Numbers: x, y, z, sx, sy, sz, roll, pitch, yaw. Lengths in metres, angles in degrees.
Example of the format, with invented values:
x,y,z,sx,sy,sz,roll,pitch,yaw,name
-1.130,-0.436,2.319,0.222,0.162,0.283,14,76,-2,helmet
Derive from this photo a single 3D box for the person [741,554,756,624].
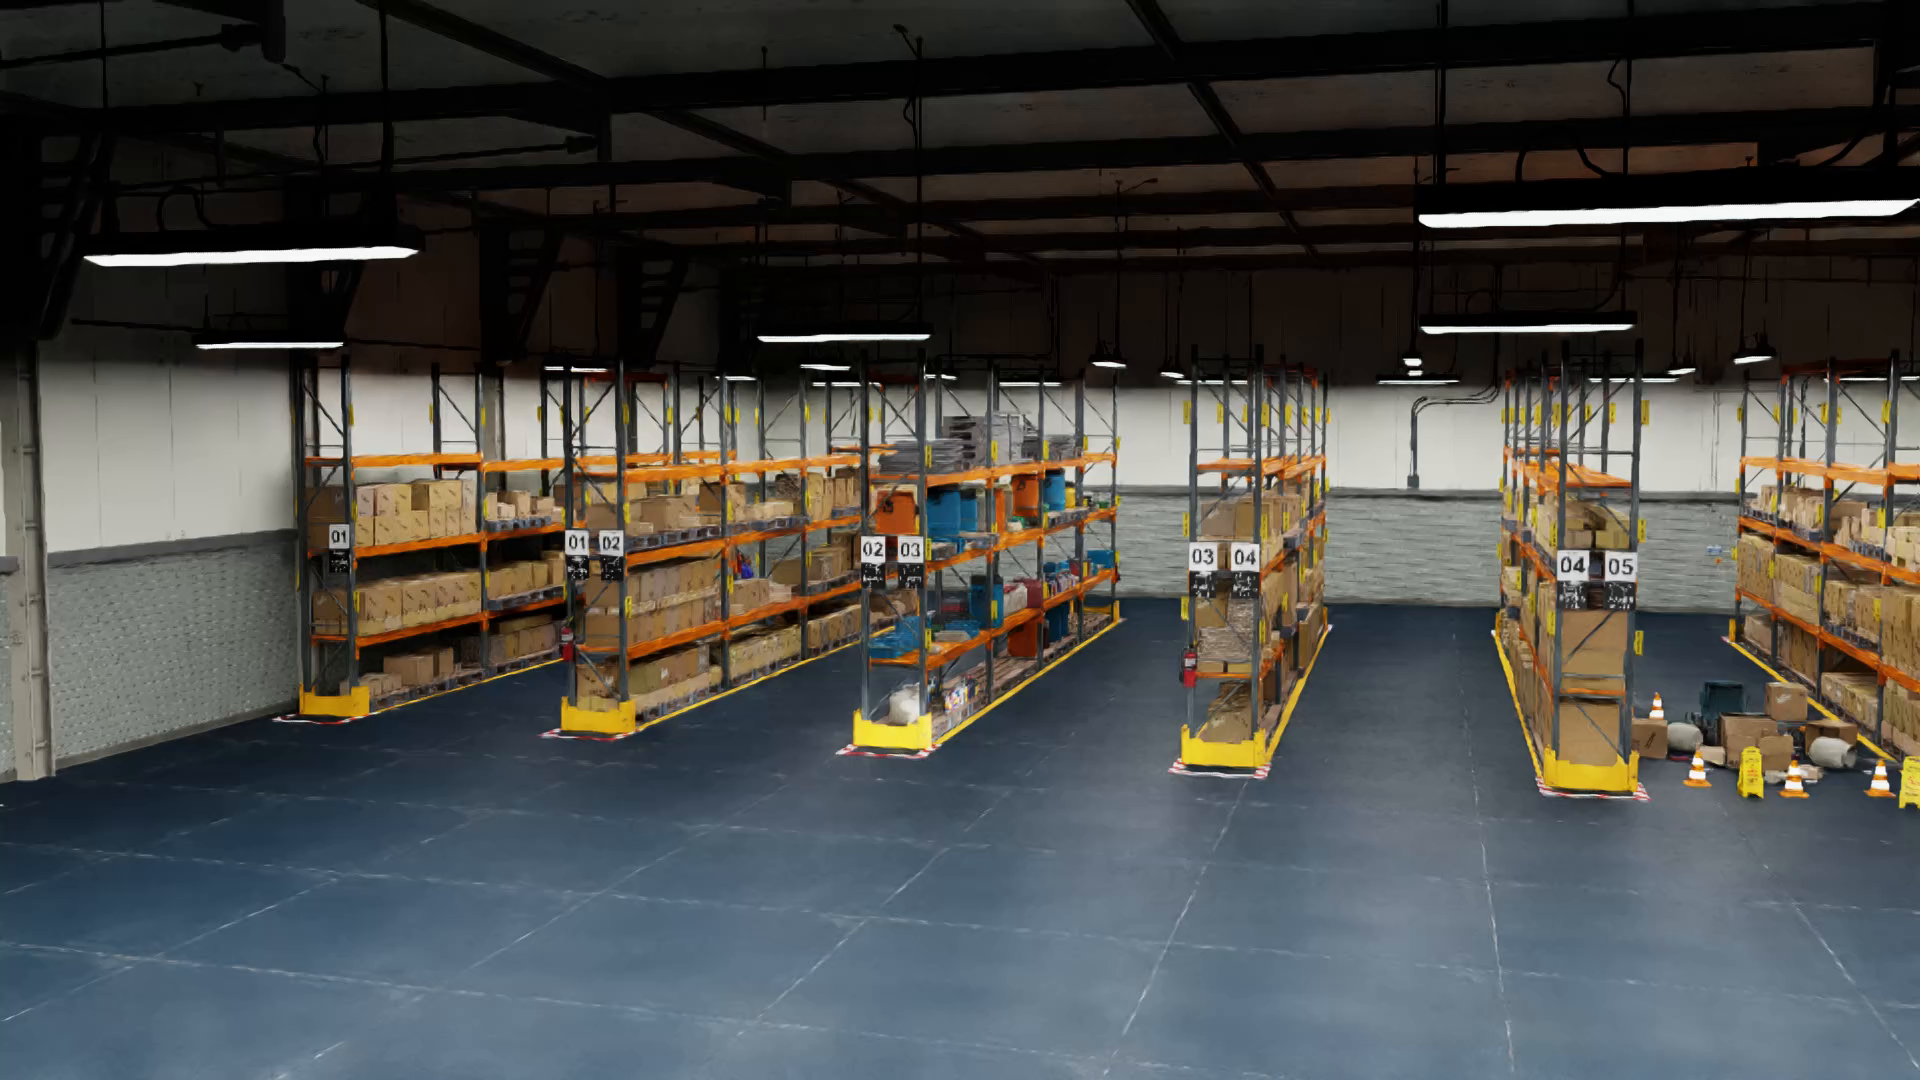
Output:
x,y,z,sx,sy,sz,roll,pitch,yaw,name
-5.127,1.164,39.950,0.373,1.657,0.584,0,4,3,person
